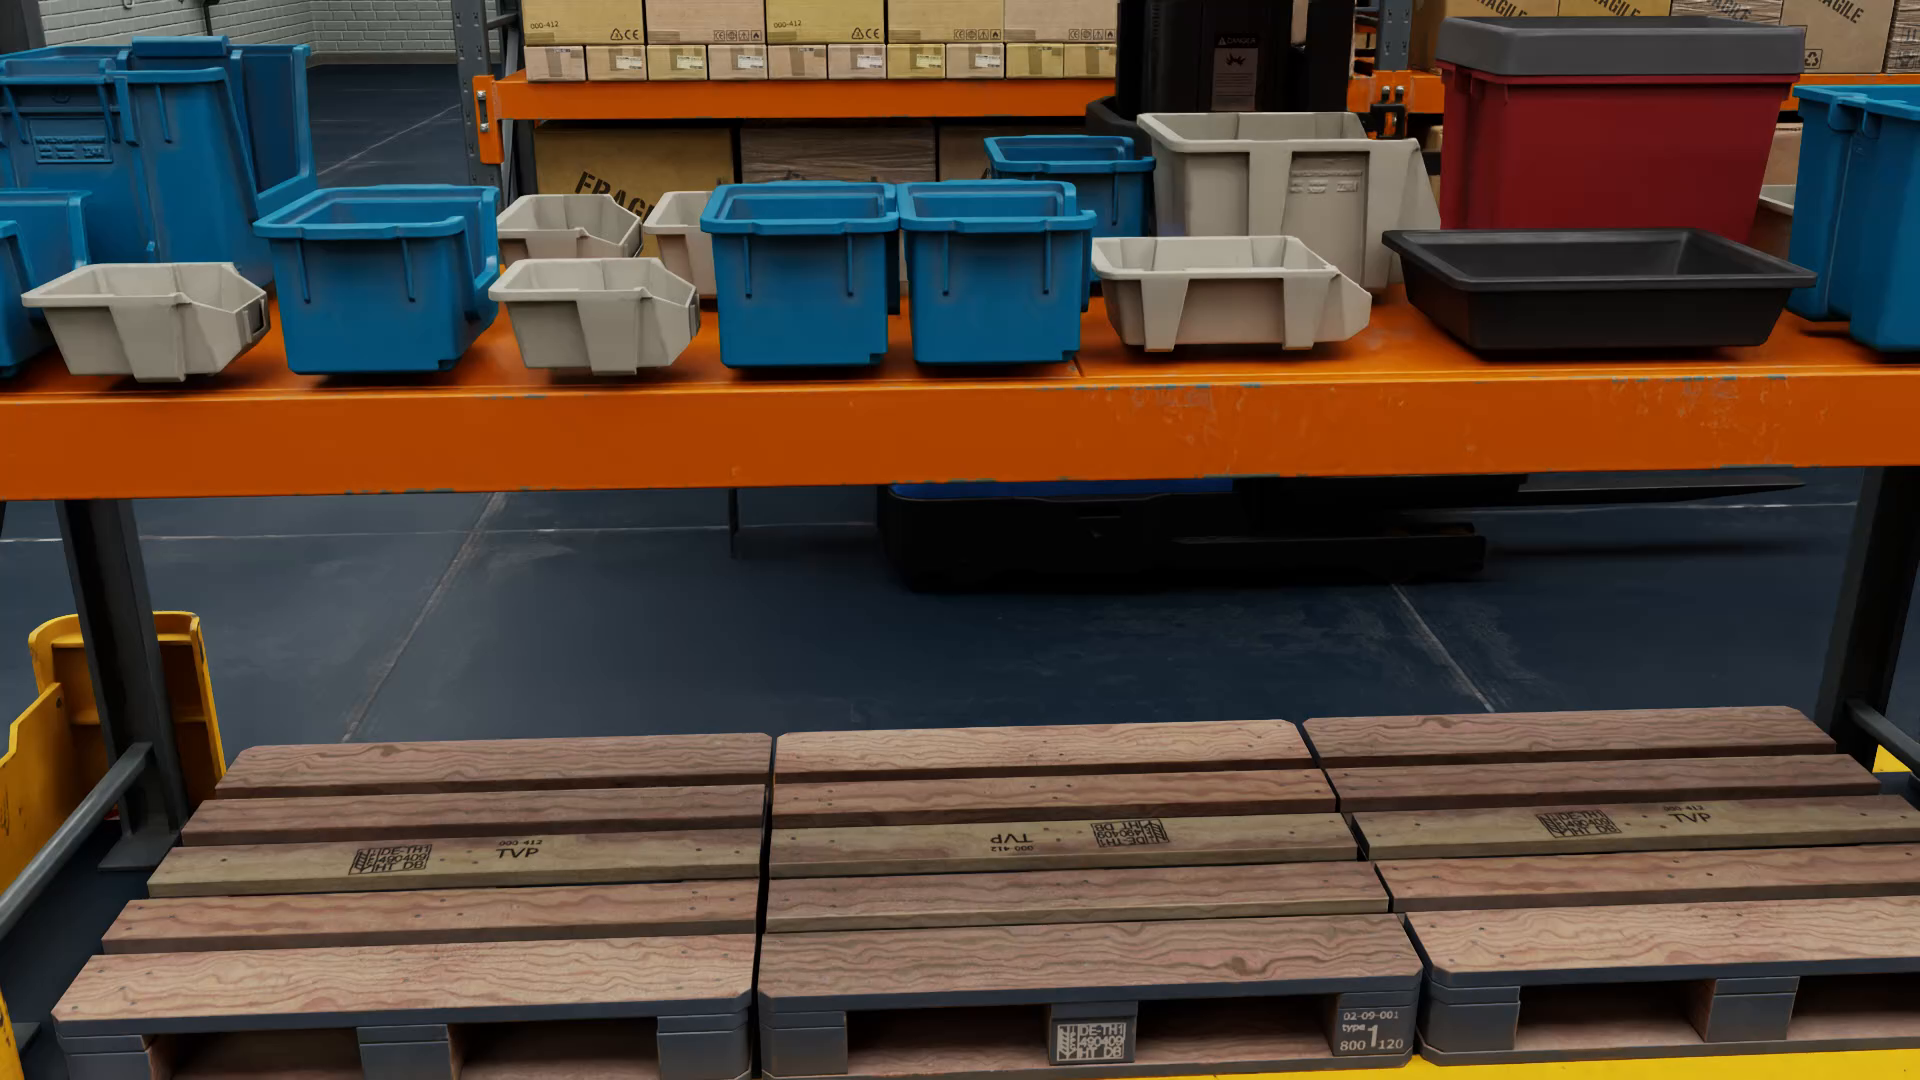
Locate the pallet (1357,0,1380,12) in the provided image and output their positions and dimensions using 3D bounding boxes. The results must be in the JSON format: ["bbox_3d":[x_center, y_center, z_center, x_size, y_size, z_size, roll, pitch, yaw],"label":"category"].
[{"bbox_3d":[2.470,-4.046,12.302,1.213,0.211,1.003,-1,21,-3],"label":"pallet"}]

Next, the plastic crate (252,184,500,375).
[{"bbox_3d":[-0.907,-0.418,2.655,0.300,0.233,0.416,-1,21,-3],"label":"plastic crate"}]

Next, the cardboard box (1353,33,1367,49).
[{"bbox_3d":[3.724,-5.211,17.489,0.875,0.875,0.875,-1,21,-2],"label":"cardboard box"}]

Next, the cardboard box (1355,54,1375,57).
[{"bbox_3d":[2.983,-3.483,12.423,0.500,0.250,0.500,-1,21,-2],"label":"cardboard box"}]

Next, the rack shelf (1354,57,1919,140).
[{"bbox_3d":[3.878,-2.112,7.964,4.000,0.370,1.077,-1,21,-3],"label":"rack shelf"}]

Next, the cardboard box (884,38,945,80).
[{"bbox_3d":[-0.204,-2.131,7.355,0.250,0.149,0.380,-2,21,-4],"label":"cardboard box"}]

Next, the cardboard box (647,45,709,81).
[{"bbox_3d":[-1.227,-2.110,7.301,0.250,0.149,0.380,-2,21,-4],"label":"cardboard box"}]

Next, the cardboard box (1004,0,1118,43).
[{"bbox_3d":[0.429,-2.353,7.377,0.500,0.250,0.500,-1,21,-2],"label":"cardboard box"}]

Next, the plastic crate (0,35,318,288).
[{"bbox_3d":[-1.506,-0.685,3.070,0.499,0.435,0.616,-1,21,-3],"label":"plastic crate"}]

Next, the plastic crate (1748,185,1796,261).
[{"bbox_3d":[1.691,-0.594,3.253,0.243,0.136,0.396,-1,21,-3],"label":"plastic crate"}]

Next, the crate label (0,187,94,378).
[{"bbox_3d":[-1.564,-0.405,2.620,0.303,0.233,0.416,-1,21,-3],"label":"crate label"}]

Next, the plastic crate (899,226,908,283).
[{"bbox_3d":[-0.164,-0.580,3.216,0.250,0.136,0.298,-1,21,-3],"label":"plastic crate"}]

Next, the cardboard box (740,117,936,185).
[{"bbox_3d":[-0.569,-1.590,7.977,0.875,0.875,0.875,-1,21,-3],"label":"cardboard box"}]

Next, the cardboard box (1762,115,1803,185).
[{"bbox_3d":[3.411,-1.650,8.134,0.875,0.875,1.225,-2,21,-5],"label":"cardboard box"}]

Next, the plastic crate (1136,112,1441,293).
[{"bbox_3d":[0.629,-0.655,3.209,0.530,0.282,0.437,-1,21,-3],"label":"plastic crate"}]

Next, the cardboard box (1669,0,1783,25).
[{"bbox_3d":[3.356,-2.396,7.557,0.500,0.500,0.500,-2,21,-4],"label":"cardboard box"}]

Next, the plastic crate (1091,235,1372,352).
[{"bbox_3d":[0.443,-0.411,2.771,0.466,0.136,0.293,-1,21,-3],"label":"plastic crate"}]

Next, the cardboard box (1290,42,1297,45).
[{"bbox_3d":[1.338,-2.162,7.438,0.250,0.149,0.380,-1,21,-2],"label":"cardboard box"}]

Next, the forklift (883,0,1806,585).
[{"bbox_3d":[1.256,-1.423,5.239,3.031,2.935,1.130,-2,21,-4],"label":"forklift"}]

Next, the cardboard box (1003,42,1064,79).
[{"bbox_3d":[0.312,-2.142,7.383,0.250,0.149,0.380,-1,21,-4],"label":"cardboard box"}]

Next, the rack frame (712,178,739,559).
[{"bbox_3d":[-0.753,-0.542,5.357,0.015,1.200,0.240,-2,21,-4],"label":"rack frame"}]

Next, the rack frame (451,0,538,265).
[{"bbox_3d":[-2.112,-2.327,7.516,0.127,3.000,1.000,-1,21,-3],"label":"rack frame"}]

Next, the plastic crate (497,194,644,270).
[{"bbox_3d":[-0.736,-0.554,3.145,0.243,0.136,0.396,-1,21,-3],"label":"plastic crate"}]

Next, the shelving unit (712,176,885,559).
[{"bbox_3d":[-0.509,-0.548,5.375,0.503,1.200,0.258,-2,21,-4],"label":"shelving unit"}]

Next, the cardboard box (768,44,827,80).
[{"bbox_3d":[-0.713,-2.121,7.328,0.250,0.149,0.380,-2,21,-4],"label":"cardboard box"}]

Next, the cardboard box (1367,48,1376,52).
[{"bbox_3d":[3.469,-3.677,12.931,0.500,0.250,0.500,-2,21,-5],"label":"cardboard box"}]

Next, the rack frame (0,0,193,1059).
[{"bbox_3d":[-1.830,-0.567,2.895,0.127,3.000,1.000,-1,21,-3],"label":"rack frame"}]

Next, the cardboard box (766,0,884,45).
[{"bbox_3d":[-0.597,-2.331,7.321,0.500,0.250,0.500,-2,21,-5],"label":"cardboard box"}]

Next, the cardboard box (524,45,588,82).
[{"bbox_3d":[-1.739,-2.099,7.272,0.250,0.149,0.380,-1,21,-2],"label":"cardboard box"}]

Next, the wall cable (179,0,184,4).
[{"bbox_3d":[-8.399,-6.702,17.582,0.122,1.984,0.588,-1,21,-3],"label":"wall cable"}]

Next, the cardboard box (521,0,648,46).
[{"bbox_3d":[-1.618,-2.309,7.263,0.500,0.250,0.500,-2,21,-4],"label":"cardboard box"}]

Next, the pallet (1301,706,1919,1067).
[{"bbox_3d":[1.432,0.684,3.529,1.213,0.211,1.003,-1,21,-3],"label":"pallet"}]

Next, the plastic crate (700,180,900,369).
[{"bbox_3d":[-0.250,-0.432,2.690,0.300,0.233,0.416,-1,21,-3],"label":"plastic crate"}]

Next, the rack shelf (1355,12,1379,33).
[{"bbox_3d":[3.696,-3.876,12.597,4.000,0.370,1.077,-1,21,-3],"label":"rack shelf"}]

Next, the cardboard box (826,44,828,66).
[{"bbox_3d":[-0.756,-2.355,7.943,0.250,0.149,0.380,-2,21,-4],"label":"cardboard box"}]

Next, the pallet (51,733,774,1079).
[{"bbox_3d":[-1.004,0.733,3.399,1.213,0.211,1.003,-1,21,-3],"label":"pallet"}]

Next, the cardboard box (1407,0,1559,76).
[{"bbox_3d":[2.355,-2.375,7.503,0.500,0.500,0.500,-1,21,-3],"label":"cardboard box"}]

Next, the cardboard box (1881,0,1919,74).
[{"bbox_3d":[4.380,-2.418,7.616,0.500,0.500,0.500,-2,21,-5],"label":"cardboard box"}]
